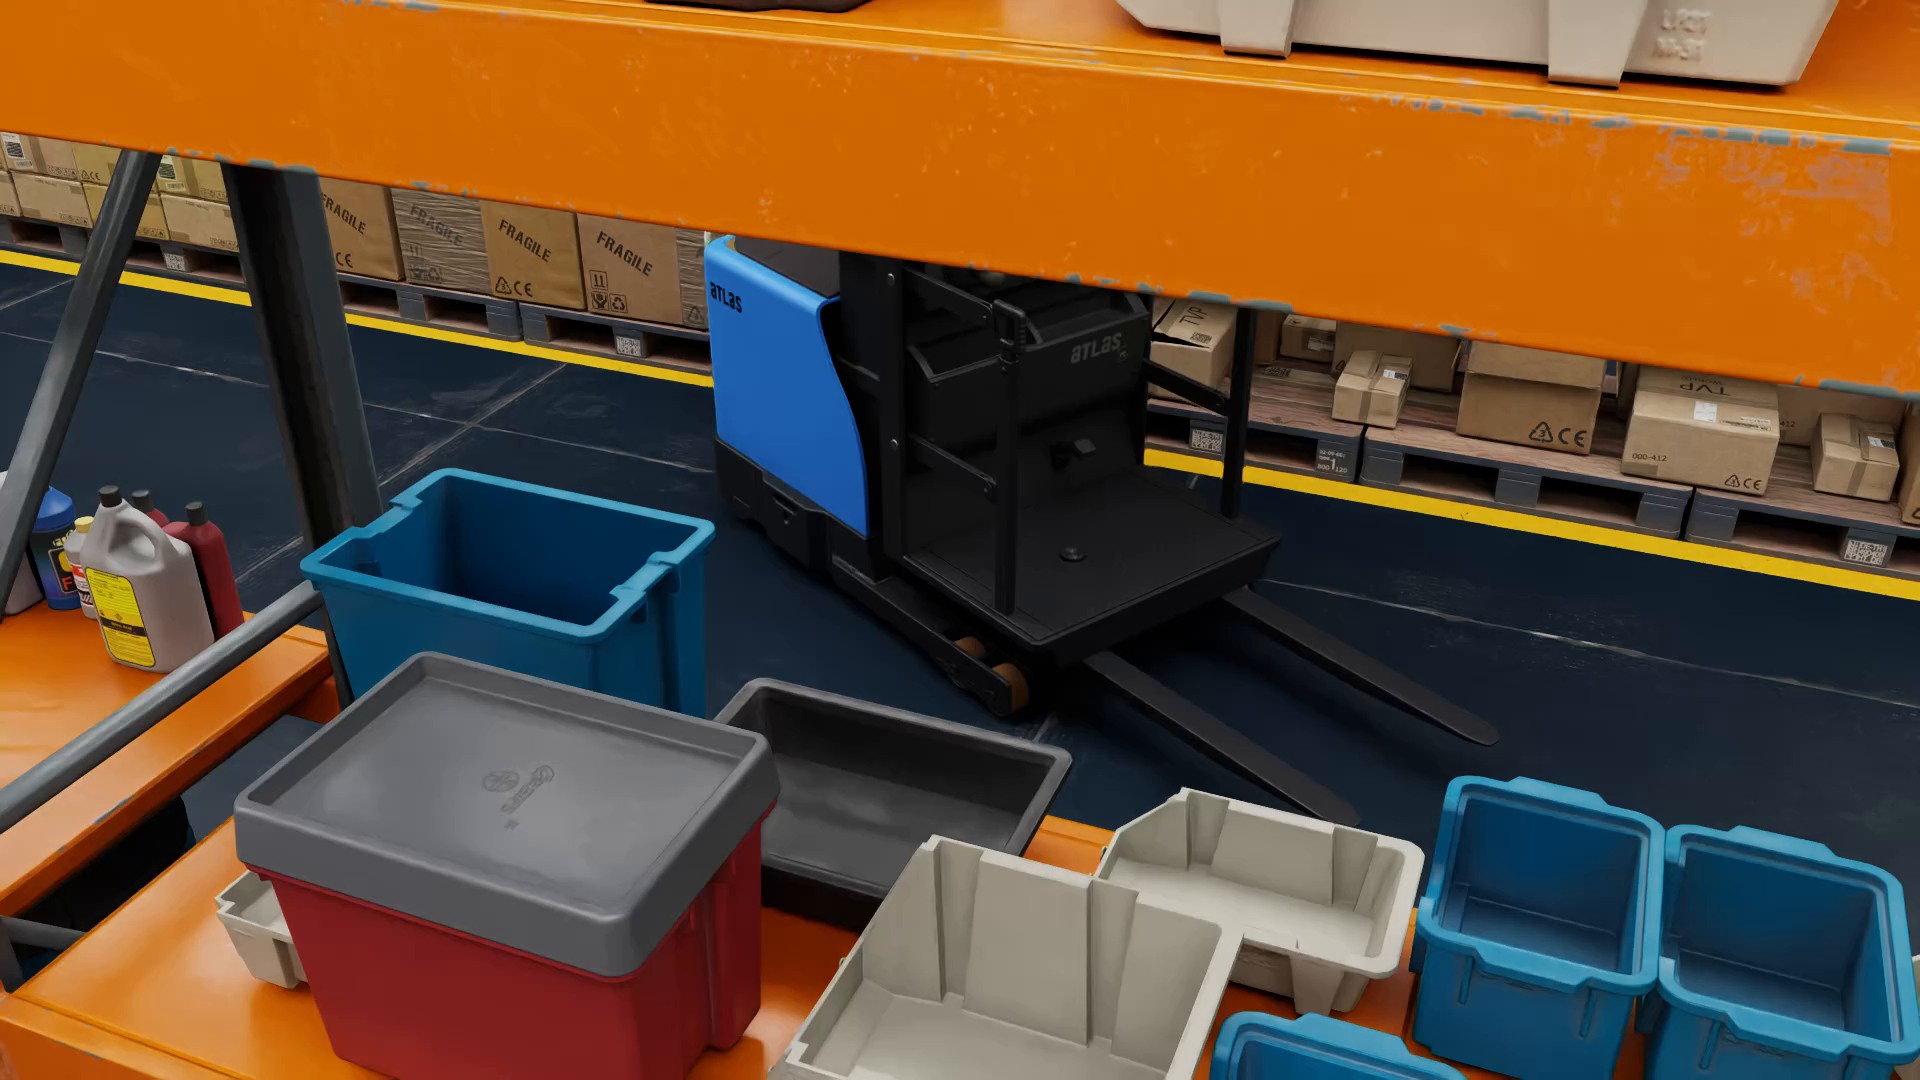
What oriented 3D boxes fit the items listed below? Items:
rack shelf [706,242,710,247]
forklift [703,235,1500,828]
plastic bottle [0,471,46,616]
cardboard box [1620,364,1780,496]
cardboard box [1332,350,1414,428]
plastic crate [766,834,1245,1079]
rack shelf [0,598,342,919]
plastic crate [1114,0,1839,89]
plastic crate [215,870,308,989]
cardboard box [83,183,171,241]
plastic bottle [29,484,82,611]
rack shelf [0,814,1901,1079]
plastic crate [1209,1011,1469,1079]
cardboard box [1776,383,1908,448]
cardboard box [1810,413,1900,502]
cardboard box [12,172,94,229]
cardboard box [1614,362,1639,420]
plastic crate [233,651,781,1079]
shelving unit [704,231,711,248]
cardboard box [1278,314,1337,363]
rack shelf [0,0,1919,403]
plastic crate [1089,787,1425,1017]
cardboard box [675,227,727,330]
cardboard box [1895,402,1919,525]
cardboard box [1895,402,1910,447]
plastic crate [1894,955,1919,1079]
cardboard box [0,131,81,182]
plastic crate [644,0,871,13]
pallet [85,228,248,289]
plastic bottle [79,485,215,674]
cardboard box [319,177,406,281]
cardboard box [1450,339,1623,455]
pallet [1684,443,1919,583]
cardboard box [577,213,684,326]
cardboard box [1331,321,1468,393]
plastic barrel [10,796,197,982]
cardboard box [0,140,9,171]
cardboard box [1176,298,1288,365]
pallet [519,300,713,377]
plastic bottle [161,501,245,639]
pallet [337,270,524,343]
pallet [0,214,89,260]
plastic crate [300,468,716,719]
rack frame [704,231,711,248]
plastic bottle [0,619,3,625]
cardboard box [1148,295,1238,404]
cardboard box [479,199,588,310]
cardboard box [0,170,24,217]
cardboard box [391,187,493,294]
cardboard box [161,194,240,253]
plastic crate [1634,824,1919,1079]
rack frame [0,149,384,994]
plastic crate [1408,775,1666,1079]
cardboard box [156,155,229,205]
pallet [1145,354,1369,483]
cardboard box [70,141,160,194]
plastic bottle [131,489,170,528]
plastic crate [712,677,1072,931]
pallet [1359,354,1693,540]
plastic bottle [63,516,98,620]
[{"bbox_3d":[-0.750,-1.093,6.606,0.480,0.148,0.258,23,37,34],"label":"rack shelf"},{"bbox_3d":[0.363,-0.996,5.033,1.130,2.935,3.031,-21,36,-32],"label":"forklift"},{"bbox_3d":[-1.928,-0.010,3.345,0.135,0.276,0.152,11,31,19],"label":"plastic bottle"},{"bbox_3d":[2.803,-0.427,6.304,0.500,0.250,0.500,11,31,19],"label":"cardboard box"},{"bbox_3d":[1.675,-0.621,6.733,0.250,0.166,0.380,11,31,19],"label":"cardboard box"},{"bbox_3d":[0.042,0.655,2.102,0.530,0.282,0.437,11,31,19],"label":"plastic crate"},{"bbox_3d":[-3.157,0.206,3.568,4.000,0.370,1.077,11,31,19],"label":"rack shelf"},{"bbox_3d":[0.395,-0.457,1.230,0.530,0.136,0.437,11,31,19],"label":"plastic crate"},{"bbox_3d":[-0.926,0.503,2.519,0.243,0.136,0.396,11,31,19],"label":"plastic crate"},{"bbox_3d":[-4.203,-1.800,8.755,0.500,0.250,0.500,11,31,19],"label":"cardboard box"},{"bbox_3d":[-1.811,0.001,3.331,0.097,0.271,0.097,0,29,0],"label":"plastic bottle"},{"bbox_3d":[0.550,0.946,2.259,4.000,0.370,1.077,11,31,19],"label":"rack shelf"},{"bbox_3d":[0.403,0.787,1.919,0.300,0.233,0.416,11,31,19],"label":"plastic crate"},{"bbox_3d":[3.408,-0.572,6.560,0.500,0.250,0.500,11,31,19],"label":"cardboard box"},{"bbox_3d":[3.331,-0.317,6.195,0.250,0.166,0.380,11,31,19],"label":"cardboard box"},{"bbox_3d":[-4.667,-1.895,8.922,0.500,0.250,0.500,12,32,20],"label":"cardboard box"},{"bbox_3d":[2.945,-0.664,6.724,0.500,0.250,0.500,11,31,19],"label":"cardboard box"},{"bbox_3d":[-0.571,0.489,2.211,0.583,0.464,0.402,11,31,19],"label":"plastic crate"},{"bbox_3d":[-0.750,-0.940,6.693,0.503,1.200,0.258,23,37,34],"label":"shelving unit"},{"bbox_3d":[1.567,-0.927,7.292,0.250,0.149,0.380,11,31,19],"label":"cardboard box"},{"bbox_3d":[0.550,-0.360,1.521,4.000,0.370,1.077,11,31,19],"label":"rack shelf"},{"bbox_3d":[0.423,0.537,2.459,0.466,0.136,0.293,11,31,19],"label":"plastic crate"},{"bbox_3d":[-0.922,-1.247,7.501,0.500,0.500,0.500,12,32,20],"label":"cardboard box"},{"bbox_3d":[3.672,-0.346,5.908,0.500,0.500,0.500,11,31,19],"label":"cardboard box"},{"bbox_3d":[3.778,-0.493,6.507,0.250,0.166,0.380,11,31,19],"label":"cardboard box"},{"bbox_3d":[1.403,0.673,2.217,0.298,0.136,0.250,11,31,19],"label":"plastic crate"},{"bbox_3d":[-4.673,-2.137,8.780,0.500,0.311,0.500,11,31,19],"label":"cardboard box"},{"bbox_3d":[-0.256,-0.631,1.403,0.590,0.269,0.497,11,31,19],"label":"plastic crate"},{"bbox_3d":[-3.893,-1.691,9.027,1.213,0.211,1.003,11,31,19],"label":"pallet"},{"bbox_3d":[-1.545,0.064,3.138,0.185,0.351,0.144,11,31,19],"label":"plastic bottle"},{"bbox_3d":[-2.830,-1.624,8.167,0.500,0.500,0.500,13,32,21],"label":"cardboard box"},{"bbox_3d":[2.305,-0.754,6.626,0.637,0.503,0.797,11,31,19],"label":"cardboard box"},{"bbox_3d":[3.459,-0.202,6.393,1.213,0.211,1.003,11,31,19],"label":"pallet"},{"bbox_3d":[-1.394,-1.340,7.666,0.500,0.500,0.500,10,31,17],"label":"cardboard box"},{"bbox_3d":[1.892,-0.901,7.081,0.500,0.311,0.500,11,31,19],"label":"cardboard box"},{"bbox_3d":[-1.801,0.885,3.341,0.708,0.901,0.600,11,31,19],"label":"plastic barrel"},{"bbox_3d":[-5.137,-2.231,8.946,0.500,0.311,0.500,12,32,20],"label":"cardboard box"},{"bbox_3d":[1.197,-1.122,7.280,0.500,0.500,0.500,11,31,19],"label":"cardboard box"},{"bbox_3d":[-1.340,-1.139,8.051,1.213,0.211,1.003,11,31,19],"label":"pallet"},{"bbox_3d":[-1.483,0.051,3.229,0.133,0.283,0.061,11,31,19],"label":"plastic bottle"},{"bbox_3d":[-2.467,-1.365,8.451,1.213,0.211,1.003,11,31,19],"label":"pallet"},{"bbox_3d":[-5.019,-1.917,9.428,1.213,0.211,1.003,11,31,19],"label":"pallet"},{"bbox_3d":[-0.743,0.175,2.848,0.575,0.384,0.392,11,31,19],"label":"plastic crate"},{"bbox_3d":[-0.936,-1.017,6.831,0.015,1.200,0.240,23,37,34],"label":"rack frame"},{"bbox_3d":[-1.958,0.083,3.257,0.097,0.201,0.097,0,29,0],"label":"plastic bottle"},{"bbox_3d":[0.870,-0.840,6.972,0.500,0.311,0.500,11,31,19],"label":"cardboard box"},{"bbox_3d":[-1.880,-1.434,7.832,0.500,0.500,0.500,11,31,18],"label":"cardboard box"},{"bbox_3d":[-5.145,-1.989,9.088,0.500,0.250,0.500,12,32,20],"label":"cardboard box"},{"bbox_3d":[-2.343,-1.529,8.001,0.500,0.500,0.500,10,31,17],"label":"cardboard box"},{"bbox_3d":[-3.724,-1.707,8.589,0.500,0.250,0.500,12,32,20],"label":"cardboard box"},{"bbox_3d":[1.078,0.610,2.231,0.300,0.233,0.416,11,31,19],"label":"plastic crate"},{"bbox_3d":[-1.305,0.265,2.734,0.053,2.616,0.949,11,31,19],"label":"rack frame"},{"bbox_3d":[0.800,0.555,2.329,0.300,0.233,0.416,11,31,19],"label":"plastic crate"},{"bbox_3d":[-3.722,-1.949,8.448,0.500,0.311,0.500,12,32,20],"label":"cardboard box"},{"bbox_3d":[1.198,-0.653,7.192,1.213,0.211,1.003,11,31,19],"label":"pallet"},{"bbox_3d":[-4.206,-2.043,8.613,0.500,0.311,0.500,11,31,18],"label":"cardboard box"},{"bbox_3d":[-1.607,0.027,3.273,0.133,0.283,0.061,11,31,19],"label":"plastic bottle"},{"bbox_3d":[-0.165,0.441,2.640,0.590,0.125,0.437,11,31,19],"label":"plastic crate"},{"bbox_3d":[2.333,-0.428,6.794,1.213,0.211,1.003,11,31,19],"label":"pallet"},{"bbox_3d":[-1.720,0.049,3.316,0.097,0.201,0.097,0,29,0],"label":"plastic bottle"}]
